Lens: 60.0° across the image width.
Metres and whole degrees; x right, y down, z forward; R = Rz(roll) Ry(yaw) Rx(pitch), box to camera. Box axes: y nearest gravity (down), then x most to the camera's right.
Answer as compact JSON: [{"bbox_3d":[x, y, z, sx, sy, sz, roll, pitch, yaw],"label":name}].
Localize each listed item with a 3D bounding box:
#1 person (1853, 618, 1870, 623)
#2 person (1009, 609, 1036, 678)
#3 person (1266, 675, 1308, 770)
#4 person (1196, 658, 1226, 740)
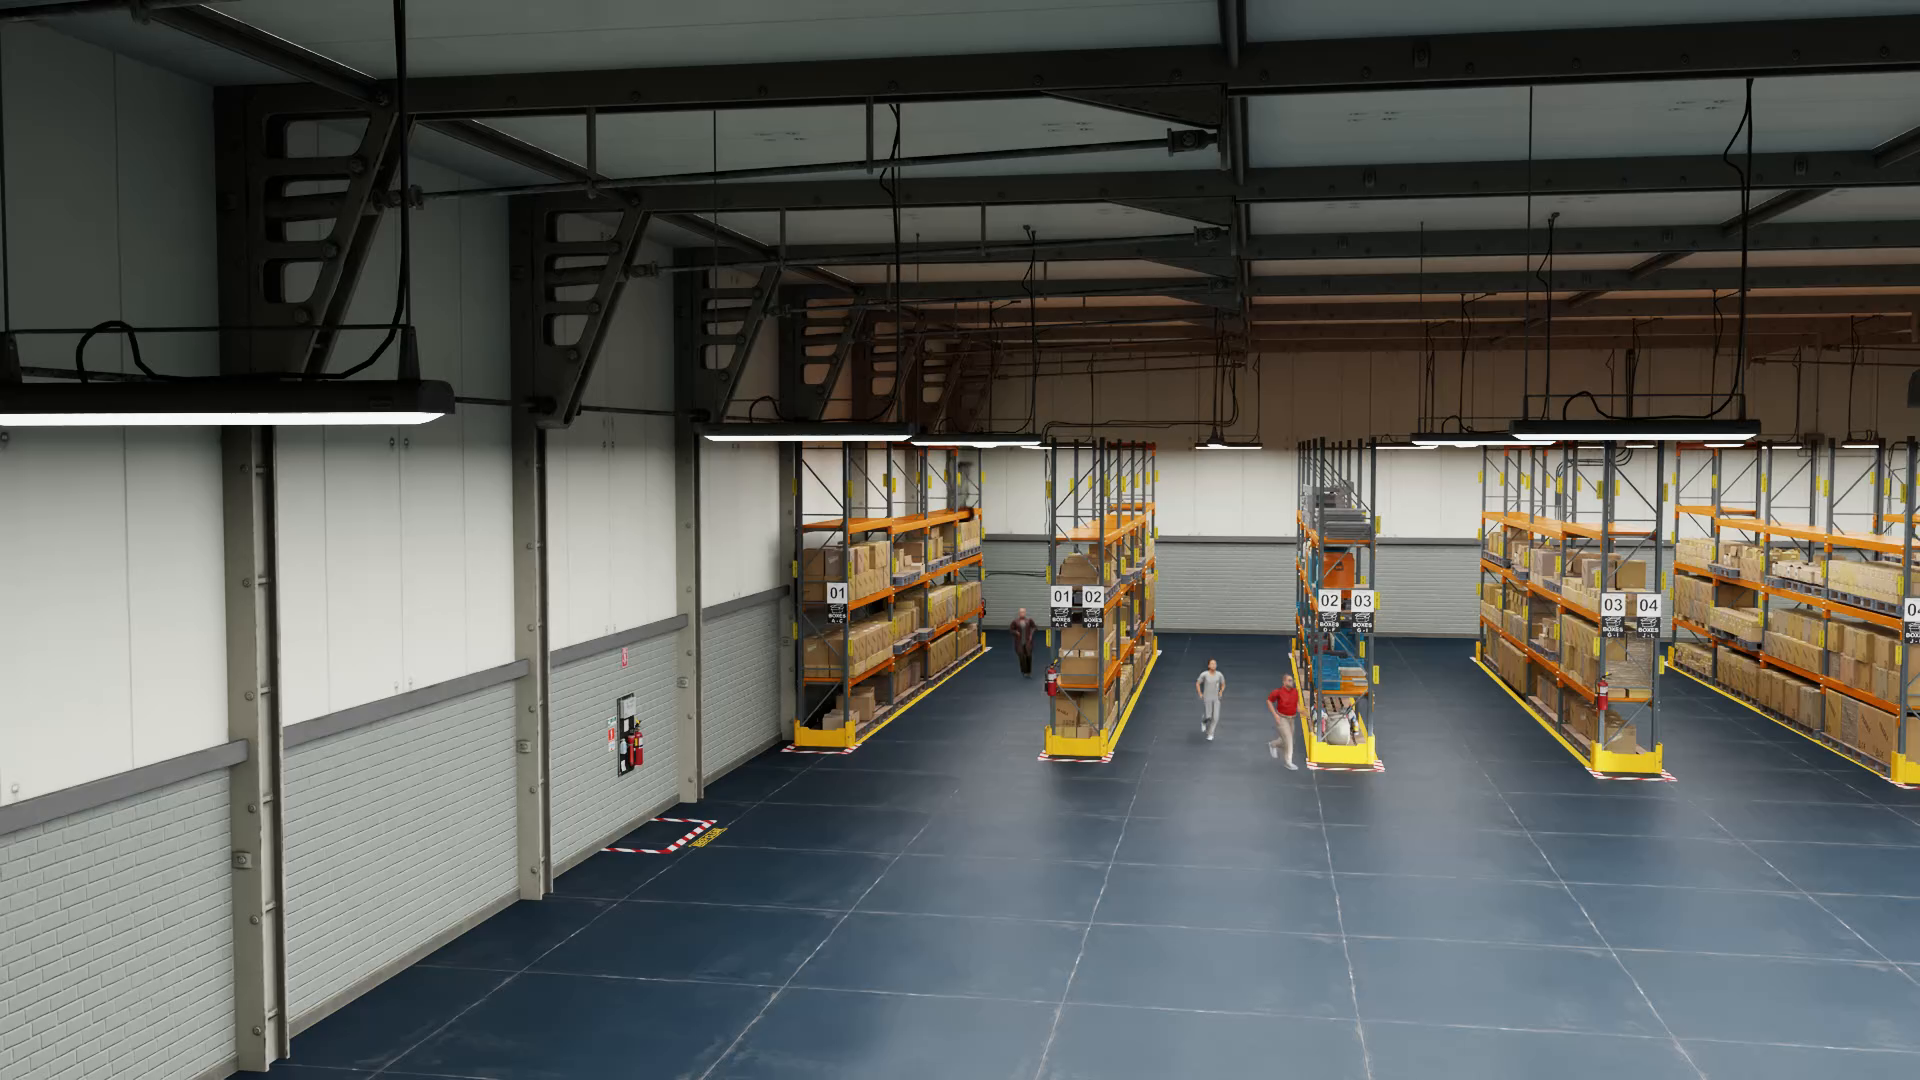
[{"bbox_3d":[24.565,2.553,45.076,0.679,1.627,0.536,2,3,27],"label":"person"},{"bbox_3d":[1.600,2.645,42.096,0.695,1.814,0.684,0,3,-1],"label":"person"},{"bbox_3d":[5.865,3.284,30.269,0.648,1.704,0.849,-2,4,-33],"label":"person"},{"bbox_3d":[5.014,3.165,33.132,0.578,1.622,0.571,0,3,-4],"label":"person"}]
